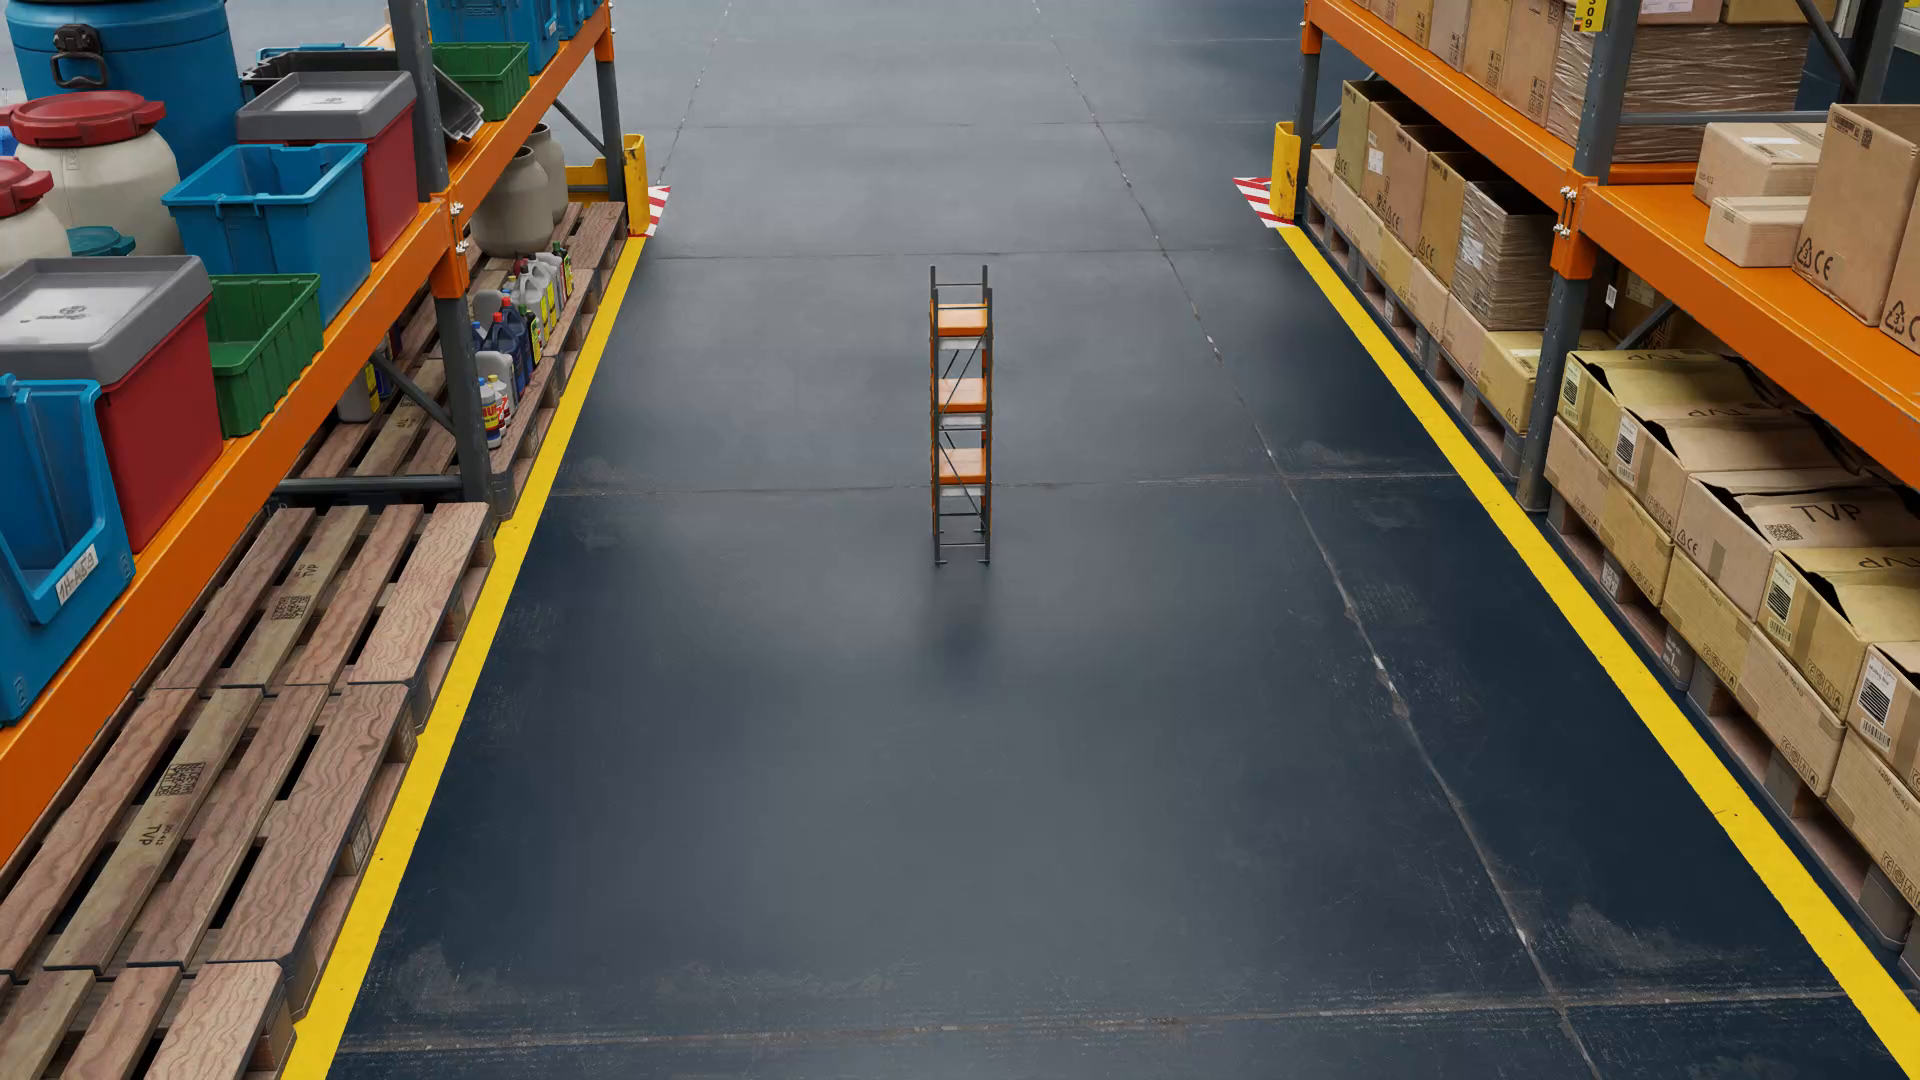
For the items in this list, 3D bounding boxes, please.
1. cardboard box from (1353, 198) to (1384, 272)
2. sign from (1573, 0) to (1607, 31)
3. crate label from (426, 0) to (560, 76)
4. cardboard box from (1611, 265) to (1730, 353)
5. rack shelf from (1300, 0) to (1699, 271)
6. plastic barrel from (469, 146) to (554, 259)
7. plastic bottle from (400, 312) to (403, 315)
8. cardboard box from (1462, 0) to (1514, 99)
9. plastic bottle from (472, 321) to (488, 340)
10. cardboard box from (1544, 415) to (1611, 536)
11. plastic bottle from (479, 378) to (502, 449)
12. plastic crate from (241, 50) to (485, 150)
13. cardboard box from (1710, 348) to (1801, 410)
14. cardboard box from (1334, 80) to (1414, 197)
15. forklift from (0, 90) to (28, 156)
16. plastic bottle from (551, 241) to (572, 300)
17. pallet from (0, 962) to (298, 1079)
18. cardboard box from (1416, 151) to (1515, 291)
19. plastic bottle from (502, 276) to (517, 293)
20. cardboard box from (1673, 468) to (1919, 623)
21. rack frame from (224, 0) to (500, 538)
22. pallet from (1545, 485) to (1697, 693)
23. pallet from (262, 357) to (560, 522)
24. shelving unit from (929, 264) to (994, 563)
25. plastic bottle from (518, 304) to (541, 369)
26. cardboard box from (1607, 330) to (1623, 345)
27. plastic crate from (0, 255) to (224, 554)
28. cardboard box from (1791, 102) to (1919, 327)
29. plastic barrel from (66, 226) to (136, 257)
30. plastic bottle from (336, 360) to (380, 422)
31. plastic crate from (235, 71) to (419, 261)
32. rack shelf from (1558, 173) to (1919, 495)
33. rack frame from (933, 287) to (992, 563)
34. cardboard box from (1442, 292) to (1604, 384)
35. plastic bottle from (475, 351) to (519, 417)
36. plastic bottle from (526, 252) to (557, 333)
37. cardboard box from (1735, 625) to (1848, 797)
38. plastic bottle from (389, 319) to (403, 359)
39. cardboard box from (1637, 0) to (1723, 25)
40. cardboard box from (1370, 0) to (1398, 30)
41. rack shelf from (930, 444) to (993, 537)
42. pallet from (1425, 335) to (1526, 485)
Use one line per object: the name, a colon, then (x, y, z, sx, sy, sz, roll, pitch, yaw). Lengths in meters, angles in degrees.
cardboard box: (2.339, -1.570, 8.536, 0.500, 0.250, 0.500, -1, 28, -3)
sign: (2.133, -1.875, 5.580, 0.100, 0.325, 0.005, -1, 28, -3)
crate label: (-2.102, -2.372, 7.516, 0.502, 0.435, 0.616, -1, 28, -3)
cardboard box: (2.975, -0.992, 6.616, 0.500, 0.500, 0.500, -1, 28, -3)
rack shelf: (2.583, -2.075, 7.763, 1.077, 0.370, 4.000, -1, 28, -3)
plastic barrel: (-2.332, -1.749, 8.596, 0.421, 0.512, 0.421, 0, 28, 0)
plastic bottle: (-2.667, -1.182, 7.747, 0.097, 0.271, 0.097, 0, 28, 0)
cardboard box: (2.601, -2.195, 7.106, 0.700, 0.500, 0.500, -1, 28, -2)
plastic bottle: (-2.016, -0.785, 6.985, 0.097, 0.271, 0.097, 0, 28, 0)
cardboard box: (2.461, -0.245, 5.996, 0.500, 0.250, 0.500, -2, 28, -4)
plastic bottle: (-1.839, -0.496, 6.431, 0.097, 0.271, 0.097, 0, 28, 0)
plastic crate: (-2.160, -1.570, 6.083, 0.767, 0.338, 0.504, -1, 28, -3)
cardboard box: (2.994, -0.506, 5.889, 0.500, 0.311, 0.500, -1, 28, -3)
cardboard box: (2.312, -2.133, 8.805, 0.500, 0.500, 0.500, -1, 28, -3)
forklift: (-4.823, -1.854, 6.636, 1.130, 2.935, 3.031, 1, 28, 2)
plastic bottle: (-1.911, -1.299, 7.959, 0.061, 0.283, 0.133, -1, 28, -1)
pallet: (-2.053, 1.372, 3.390, 1.003, 0.211, 1.213, -1, 28, -3)
cardboard box: (2.400, -1.441, 7.477, 0.500, 0.500, 0.500, -1, 28, -3)
plastic bottle: (-2.065, -1.124, 7.711, 0.097, 0.201, 0.097, 0, 28, 0)
cardboard box: (2.509, -0.019, 4.955, 0.500, 0.311, 0.500, -2, 28, -4)
rack frame: (-2.260, -1.352, 5.600, 1.000, 3.000, 0.127, -1, 28, -3)
pallet: (2.764, 0.105, 5.820, 1.003, 0.211, 1.213, -1, 28, -3)
pallet: (-2.253, -0.427, 6.841, 1.003, 0.211, 1.213, -1, 28, -3)
shelving unit: (0.003, -0.441, 5.960, 0.215, 1.050, 0.252, -1, 28, -3)
plastic bottle: (-1.864, -0.890, 7.175, 0.061, 0.283, 0.133, 0, 28, 0)
cardboard box: (2.966, -0.659, 6.789, 0.500, 0.250, 0.500, -1, 28, -3)
plastic crate: (-1.830, -0.287, 3.488, 0.402, 0.464, 0.583, -1, 28, -3)
cardboard box: (2.738, -0.916, 4.655, 0.500, 0.500, 0.500, 1, 28, 1)
plastic barrel: (-2.344, -0.676, 4.452, 0.301, 0.262, 0.301, 0, 28, 0)
plastic bottle: (-2.437, -0.667, 6.674, 0.144, 0.351, 0.185, -1, 28, -3)
plastic crate: (-1.929, -1.165, 5.170, 0.402, 0.464, 0.583, -1, 28, -3)
rack shelf: (2.791, -0.228, 4.221, 1.077, 0.370, 4.000, -1, 28, -3)
rack frame: (0.009, -0.384, 5.852, 0.200, 1.050, 0.008, -1, 28, -3)
cardboard box: (2.428, -0.877, 7.208, 0.500, 0.250, 0.500, -1, 28, -3)
plastic bottle: (-1.883, -0.646, 6.715, 0.152, 0.276, 0.135, 0, 28, -1)
plastic bottle: (-1.929, -1.125, 7.553, 0.144, 0.351, 0.185, 0, 28, -1)
cardboard box: (2.541, 0.465, 4.634, 0.500, 0.250, 0.500, -1, 28, -2)
plastic bottle: (-2.506, -0.949, 7.288, 0.061, 0.283, 0.133, -1, 28, -3)
cardboard box: (2.459, -1.923, 5.883, 0.380, 0.149, 0.250, -1, 28, -3)
cardboard box: (2.522, -2.904, 8.465, 0.700, 0.500, 0.500, -1, 28, -1)
rack shelf: (0.003, -0.185, 6.093, 0.215, 0.259, 0.240, -1, 28, -3)
pallet: (2.687, -0.602, 7.176, 1.003, 0.211, 1.213, -1, 28, -3)
